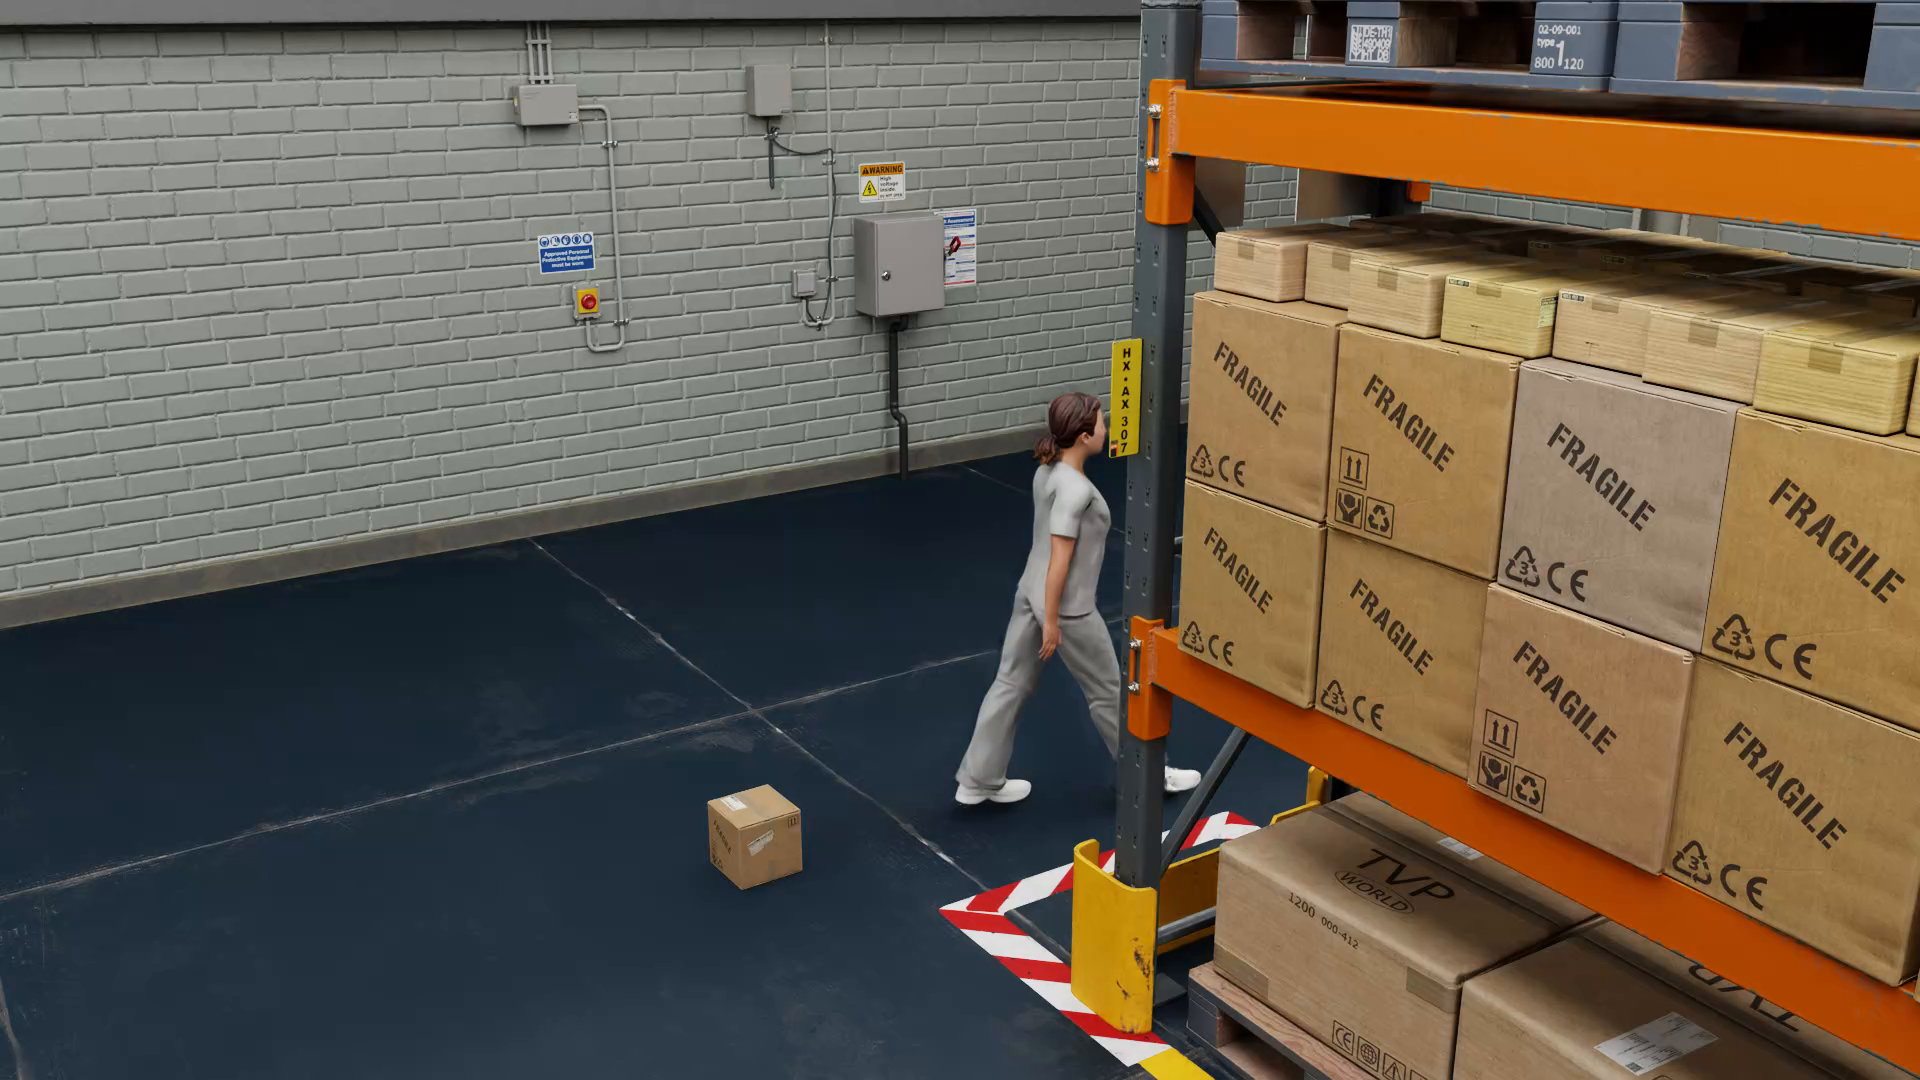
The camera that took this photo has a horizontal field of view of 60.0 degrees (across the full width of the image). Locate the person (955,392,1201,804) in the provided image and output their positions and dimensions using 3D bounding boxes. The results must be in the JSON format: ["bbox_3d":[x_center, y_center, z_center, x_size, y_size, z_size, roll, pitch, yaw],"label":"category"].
[{"bbox_3d":[0.449,0.224,6.345,0.975,1.610,0.477,-6,19,-17],"label":"person"}]
